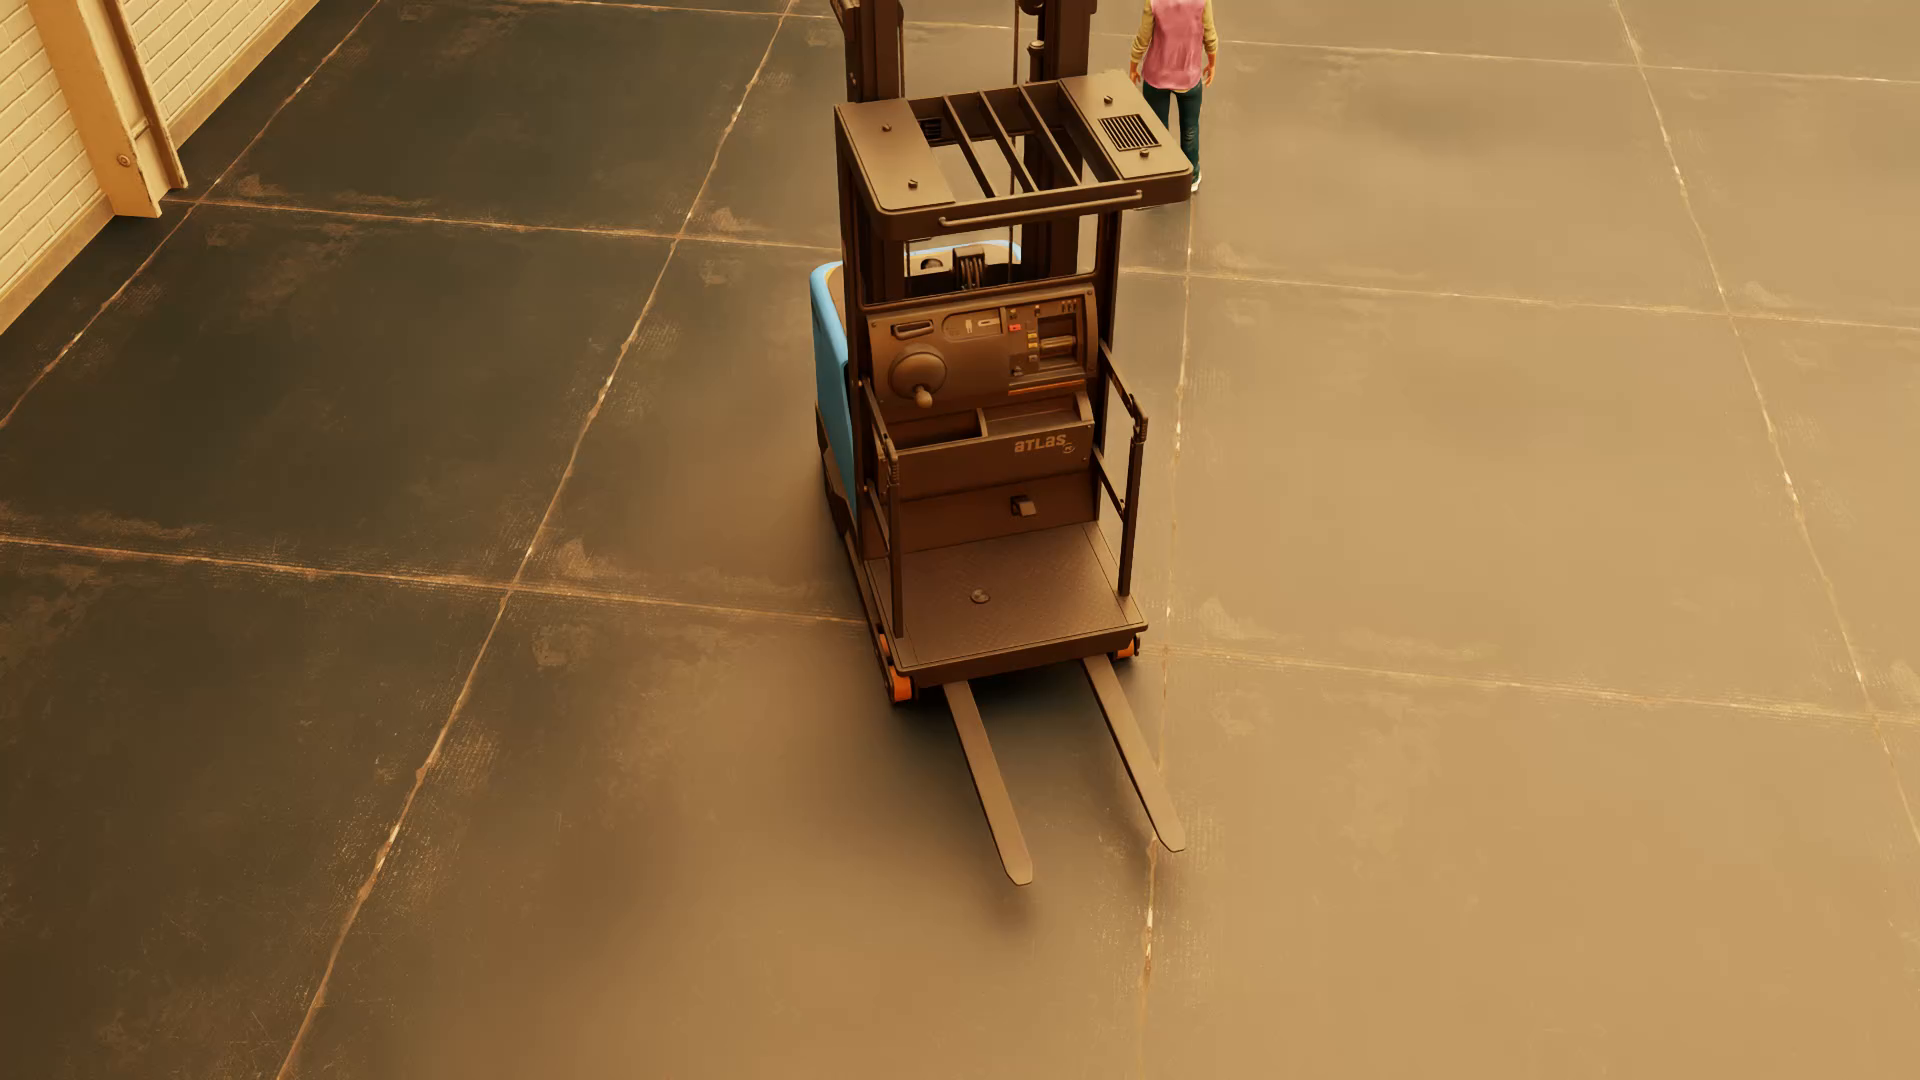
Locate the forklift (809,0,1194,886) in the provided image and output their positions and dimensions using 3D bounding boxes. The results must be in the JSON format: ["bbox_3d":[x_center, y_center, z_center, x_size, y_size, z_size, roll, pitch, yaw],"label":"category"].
[{"bbox_3d":[0.153,-0.681,6.465,1.130,2.935,3.031,-10,44,-11],"label":"forklift"}]

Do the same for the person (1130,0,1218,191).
[{"bbox_3d":[1.234,-2.723,9.665,0.521,1.599,0.473,0,43,0],"label":"person"}]
